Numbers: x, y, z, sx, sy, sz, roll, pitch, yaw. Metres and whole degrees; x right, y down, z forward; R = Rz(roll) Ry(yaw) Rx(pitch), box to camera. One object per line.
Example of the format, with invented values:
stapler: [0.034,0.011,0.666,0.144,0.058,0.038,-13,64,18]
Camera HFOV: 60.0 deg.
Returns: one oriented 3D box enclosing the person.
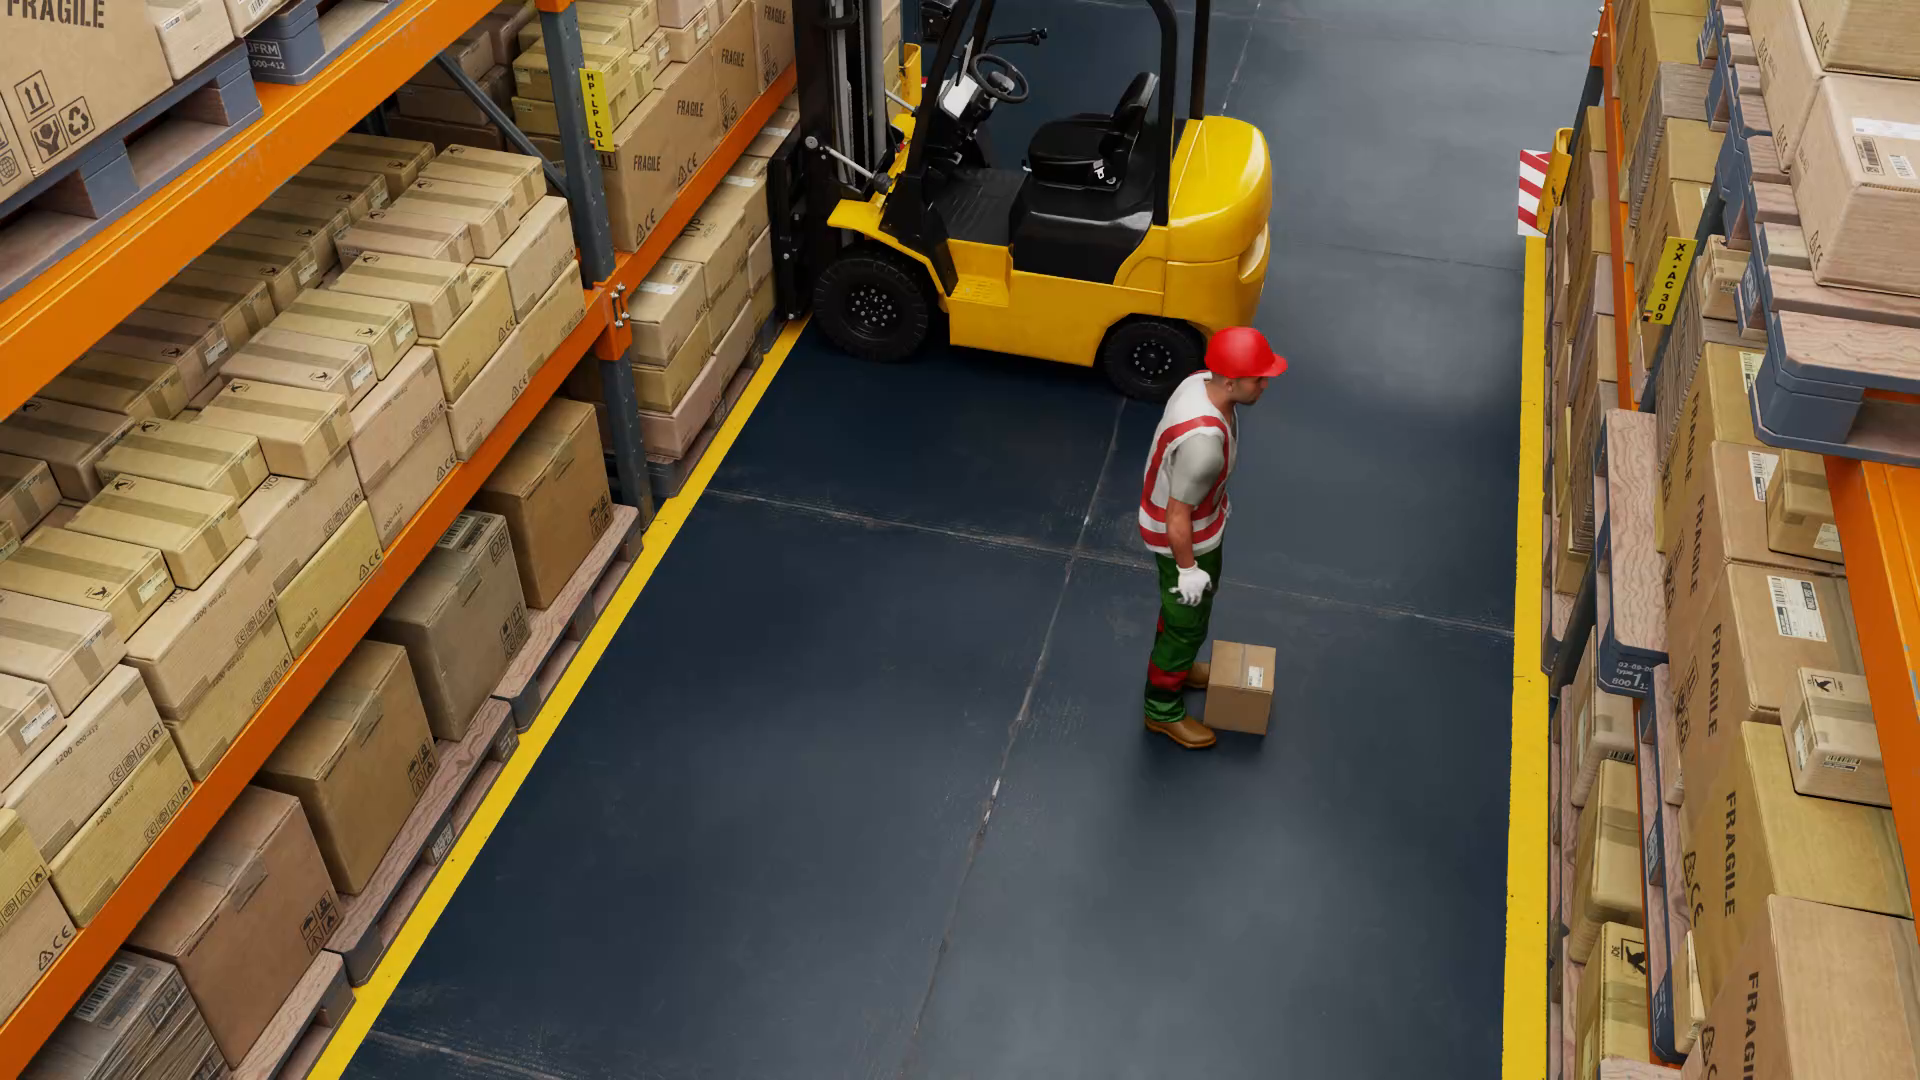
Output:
person: [0.888,-0.026,6.177,0.452,1.778,0.603,10,42,11]
